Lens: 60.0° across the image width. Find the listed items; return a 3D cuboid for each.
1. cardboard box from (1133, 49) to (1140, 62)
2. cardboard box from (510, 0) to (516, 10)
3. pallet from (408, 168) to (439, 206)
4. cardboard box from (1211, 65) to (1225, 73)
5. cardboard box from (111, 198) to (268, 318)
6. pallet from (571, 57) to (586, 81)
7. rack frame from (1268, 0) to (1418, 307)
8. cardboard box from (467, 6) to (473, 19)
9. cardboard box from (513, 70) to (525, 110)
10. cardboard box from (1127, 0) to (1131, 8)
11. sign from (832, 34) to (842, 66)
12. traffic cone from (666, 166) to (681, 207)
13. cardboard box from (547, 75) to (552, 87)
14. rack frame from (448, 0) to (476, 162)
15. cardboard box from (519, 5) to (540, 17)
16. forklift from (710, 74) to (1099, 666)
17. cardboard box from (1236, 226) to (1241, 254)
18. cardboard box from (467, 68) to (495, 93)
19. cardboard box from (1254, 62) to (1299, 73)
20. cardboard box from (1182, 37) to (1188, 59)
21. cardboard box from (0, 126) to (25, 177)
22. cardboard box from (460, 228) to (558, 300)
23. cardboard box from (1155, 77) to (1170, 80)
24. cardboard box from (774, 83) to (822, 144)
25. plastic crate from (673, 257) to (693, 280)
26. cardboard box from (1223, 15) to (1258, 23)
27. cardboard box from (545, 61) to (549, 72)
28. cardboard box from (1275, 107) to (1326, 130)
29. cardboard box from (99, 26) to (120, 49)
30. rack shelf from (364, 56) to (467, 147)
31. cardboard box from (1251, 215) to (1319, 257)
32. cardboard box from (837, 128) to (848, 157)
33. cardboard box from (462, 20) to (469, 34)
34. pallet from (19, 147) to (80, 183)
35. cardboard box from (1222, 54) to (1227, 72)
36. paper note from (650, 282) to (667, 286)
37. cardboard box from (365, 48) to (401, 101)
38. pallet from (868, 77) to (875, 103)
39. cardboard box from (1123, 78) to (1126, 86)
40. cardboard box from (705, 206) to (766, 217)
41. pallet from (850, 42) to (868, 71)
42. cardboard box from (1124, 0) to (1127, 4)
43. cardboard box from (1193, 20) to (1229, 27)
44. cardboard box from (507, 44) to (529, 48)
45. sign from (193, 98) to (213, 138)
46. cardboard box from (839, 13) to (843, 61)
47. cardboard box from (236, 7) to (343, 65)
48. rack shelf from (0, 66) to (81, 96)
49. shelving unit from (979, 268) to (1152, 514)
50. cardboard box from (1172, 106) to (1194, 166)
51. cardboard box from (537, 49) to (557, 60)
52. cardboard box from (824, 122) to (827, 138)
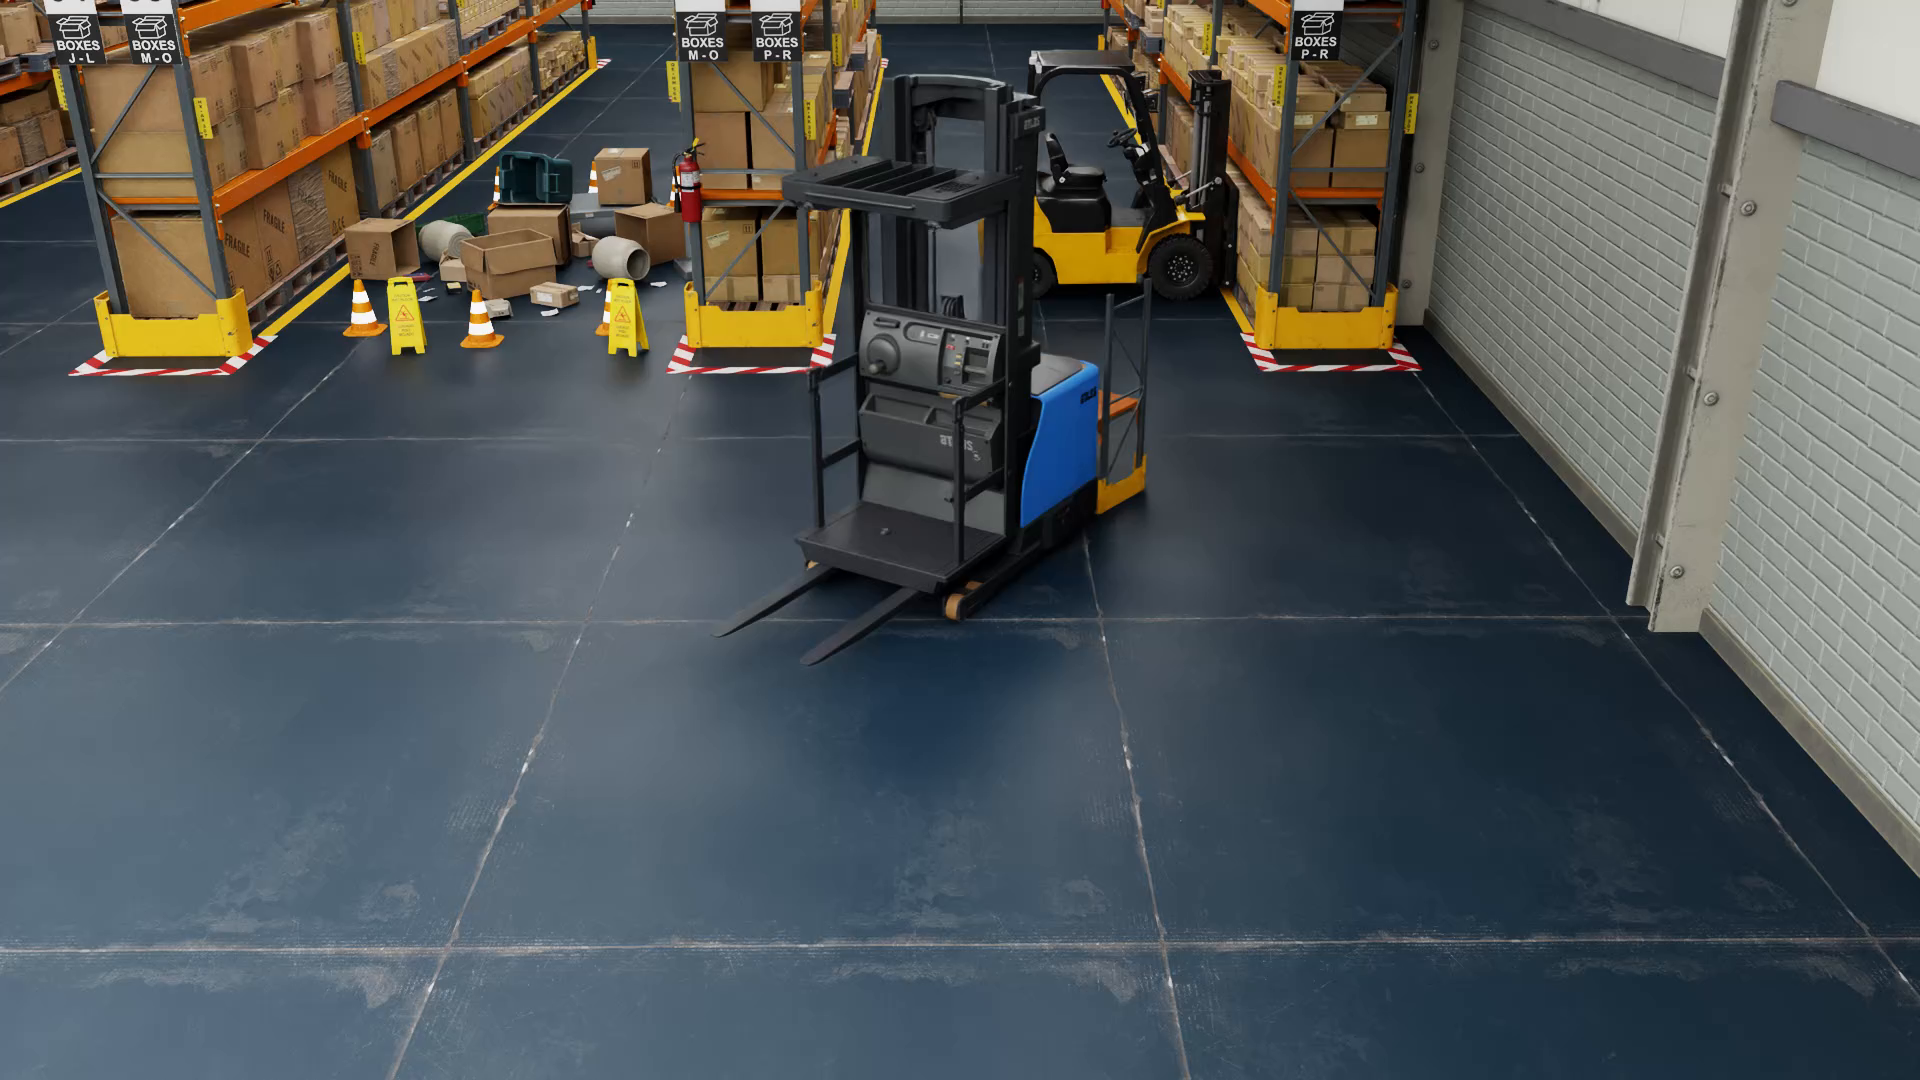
[{"bbox_3d":[2.782,-7.246,24.867,0.380,0.149,0.250,1,24,2],"label":"cardboard box"},{"bbox_3d":[-6.662,-7.766,24.076,0.380,0.149,0.250,0,24,0],"label":"cardboard box"},{"bbox_3d":[-6.880,-4.213,19.810,1.003,0.211,1.213,0,24,-1],"label":"pallet"},{"bbox_3d":[2.875,-4.612,17.185,0.500,0.500,0.500,-1,24,-2],"label":"cardboard box"},{"bbox_3d":[-6.810,-2.517,14.743,0.875,0.875,0.875,0,24,0],"label":"cardboard box"},{"bbox_3d":[-6.937,-7.970,28.117,1.003,0.211,1.213,0,24,-1],"label":"pallet"},{"bbox_3d":[3.175,-3.102,13.968,1.000,3.000,0.127,0,24,-1],"label":"rack frame"},{"bbox_3d":[-6.640,-6.945,21.900,0.380,0.149,0.250,-1,24,-2],"label":"cardboard box"},{"bbox_3d":[-6.602,-6.496,23.997,0.500,0.500,0.500,-1,24,-2],"label":"cardboard box"},{"bbox_3d":[2.826,-8.083,24.351,0.700,0.500,0.500,0,24,1],"label":"cardboard box"},{"bbox_3d":[-1.289,-5.126,17.394,0.100,0.325,0.005,0,24,-1],"label":"sign"},{"bbox_3d":[-3.245,-4.075,19.199,0.336,0.463,0.334,0,24,-1],"label":"traffic cone"},{"bbox_3d":[-6.553,-7.112,25.786,0.380,0.149,0.250,0,24,1],"label":"cardboard box"},{"bbox_3d":[-6.824,-6.311,21.063,1.000,3.000,0.127,0,24,-1],"label":"rack frame"},{"bbox_3d":[-6.543,-7.963,25.021,0.380,0.149,0.250,1,24,1],"label":"cardboard box"},{"bbox_3d":[-0.290,-1.077,9.574,1.130,2.935,3.031,14,28,28],"label":"forklift"},{"bbox_3d":[2.836,-2.887,15.713,0.500,0.250,0.500,-1,24,-2],"label":"cardboard box"},{"bbox_3d":[-6.595,-6.199,22.430,0.500,0.250,0.500,-1,24,-1],"label":"cardboard box"},{"bbox_3d":[2.938,-4.357,15.475,0.380,0.149,0.250,0,24,0],"label":"cardboard box"},{"bbox_3d":[2.871,-5.741,19.380,0.500,0.250,0.500,0,24,0],"label":"cardboard box"},{"bbox_3d":[-11.726,-4.653,19.899,0.700,0.500,0.500,2,24,4],"label":"cardboard box"},{"bbox_3d":[-4.339,-2.653,16.005,0.797,0.503,0.637,-19,31,-36],"label":"cardboard box"},{"bbox_3d":[2.837,-6.170,22.488,0.380,0.149,0.250,-1,24,-2],"label":"cardboard box"},{"bbox_3d":[-1.532,-3.879,15.204,0.500,0.500,0.500,-1,24,-2],"label":"cardboard box"},{"bbox_3d":[-2.635,-2.745,16.723,0.402,0.080,0.583,-9,26,-19],"label":"plastic crate"},{"bbox_3d":[3.348,-6.183,19.873,0.380,0.149,0.250,0,24,-1],"label":"cardboard box"},{"bbox_3d":[-6.683,-7.453,26.178,0.380,0.149,0.250,-1,24,-3],"label":"cardboard box"},{"bbox_3d":[2.891,-3.585,14.127,0.380,0.149,0.250,0,24,0],"label":"cardboard box"},{"bbox_3d":[-11.526,-6.790,22.001,0.500,0.500,0.500,-1,24,-2],"label":"cardboard box"},{"bbox_3d":[-6.802,-5.159,19.389,1.077,0.370,4.000,0,24,-1],"label":"rack shelf"},{"bbox_3d":[2.858,-2.684,14.659,0.500,0.250,0.500,1,24,1],"label":"cardboard box"},{"bbox_3d":[-1.863,-4.832,20.472,0.950,0.372,0.625,-1,24,-2],"label":"cardboard box"},{"bbox_3d":[-6.630,-6.683,21.683,0.380,0.149,0.250,1,24,2],"label":"cardboard box"},{"bbox_3d":[-11.778,-4.737,20.969,1.003,0.211,1.213,0,24,-1],"label":"pallet"},{"bbox_3d":[2.876,-4.852,16.930,0.380,0.149,0.250,0,24,1],"label":"cardboard box"},{"bbox_3d":[-2.944,-2.507,16.257,0.142,0.019,0.148,-9,26,-19],"label":"paper note"},{"bbox_3d":[-6.523,-5.134,18.340,0.500,0.500,0.500,0,24,0],"label":"cardboard box"},{"bbox_3d":[-1.849,-7.066,26.117,1.003,0.211,1.213,0,24,-1],"label":"pallet"},{"bbox_3d":[2.745,-7.167,25.907,0.380,0.149,0.250,-1,24,-2],"label":"cardboard box"},{"bbox_3d":[-2.067,-2.902,15.444,0.500,0.500,0.500,1,24,1],"label":"cardboard box"},{"bbox_3d":[-1.761,-5.994,20.596,1.213,0.211,1.003,0,24,-1],"label":"pallet"},{"bbox_3d":[2.737,-8.277,25.715,0.380,0.149,0.250,0,24,1],"label":"cardboard box"},{"bbox_3d":[2.921,-5.968,19.398,0.380,0.149,0.250,0,24,-1],"label":"cardboard box"},{"bbox_3d":[-7.113,-7.908,26.823,0.380,0.149,0.250,0,24,0],"label":"cardboard box"},{"bbox_3d":[-6.182,-3.445,13.580,0.100,0.325,0.005,0,24,-1],"label":"sign"},{"bbox_3d":[-1.556,-5.500,18.278,0.500,0.500,0.500,0,24,0],"label":"cardboard box"},{"bbox_3d":[-6.811,-5.071,16.829,0.875,0.550,0.550,0,24,-1],"label":"cardboard box"},{"bbox_3d":[-11.763,-5.178,19.432,1.077,0.370,4.000,0,24,-1],"label":"rack shelf"},{"bbox_3d":[0.685,-1.082,11.323,1.083,1.500,0.587,18,30,34],"label":"shelving unit"},{"bbox_3d":[3.096,-4.981,20.496,0.875,0.625,0.625,1,24,1],"label":"cardboard box"},{"bbox_3d":[-6.607,-7.696,26.353,0.380,0.149,0.250,0,24,1],"label":"cardboard box"},{"bbox_3d":[-1.509,-4.062,16.396,0.380,0.149,0.250,-1,24,-1],"label":"cardboard box"}]
